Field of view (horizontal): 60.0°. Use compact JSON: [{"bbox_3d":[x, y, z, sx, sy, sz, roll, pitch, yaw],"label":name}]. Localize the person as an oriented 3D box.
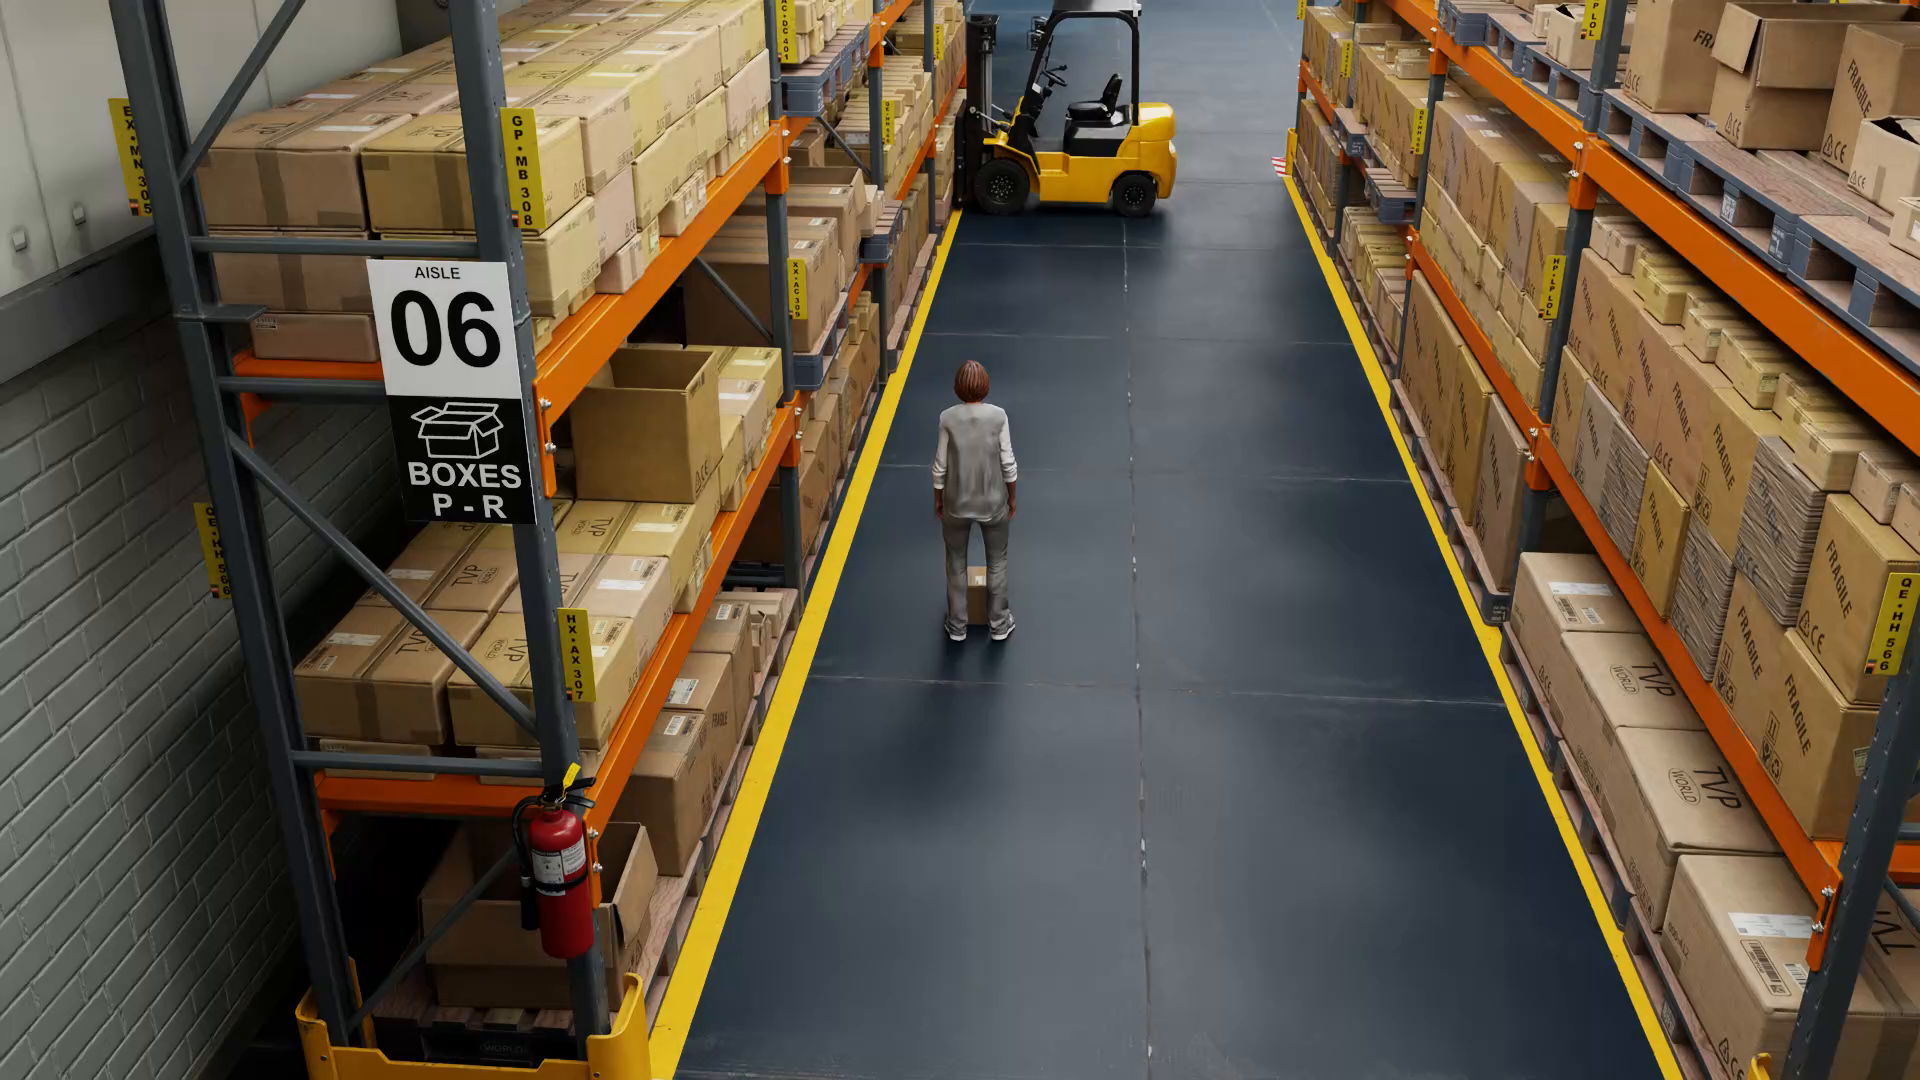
[{"bbox_3d":[0.080,-0.189,9.026,0.462,1.593,0.345,0,25,0],"label":"person"}]
